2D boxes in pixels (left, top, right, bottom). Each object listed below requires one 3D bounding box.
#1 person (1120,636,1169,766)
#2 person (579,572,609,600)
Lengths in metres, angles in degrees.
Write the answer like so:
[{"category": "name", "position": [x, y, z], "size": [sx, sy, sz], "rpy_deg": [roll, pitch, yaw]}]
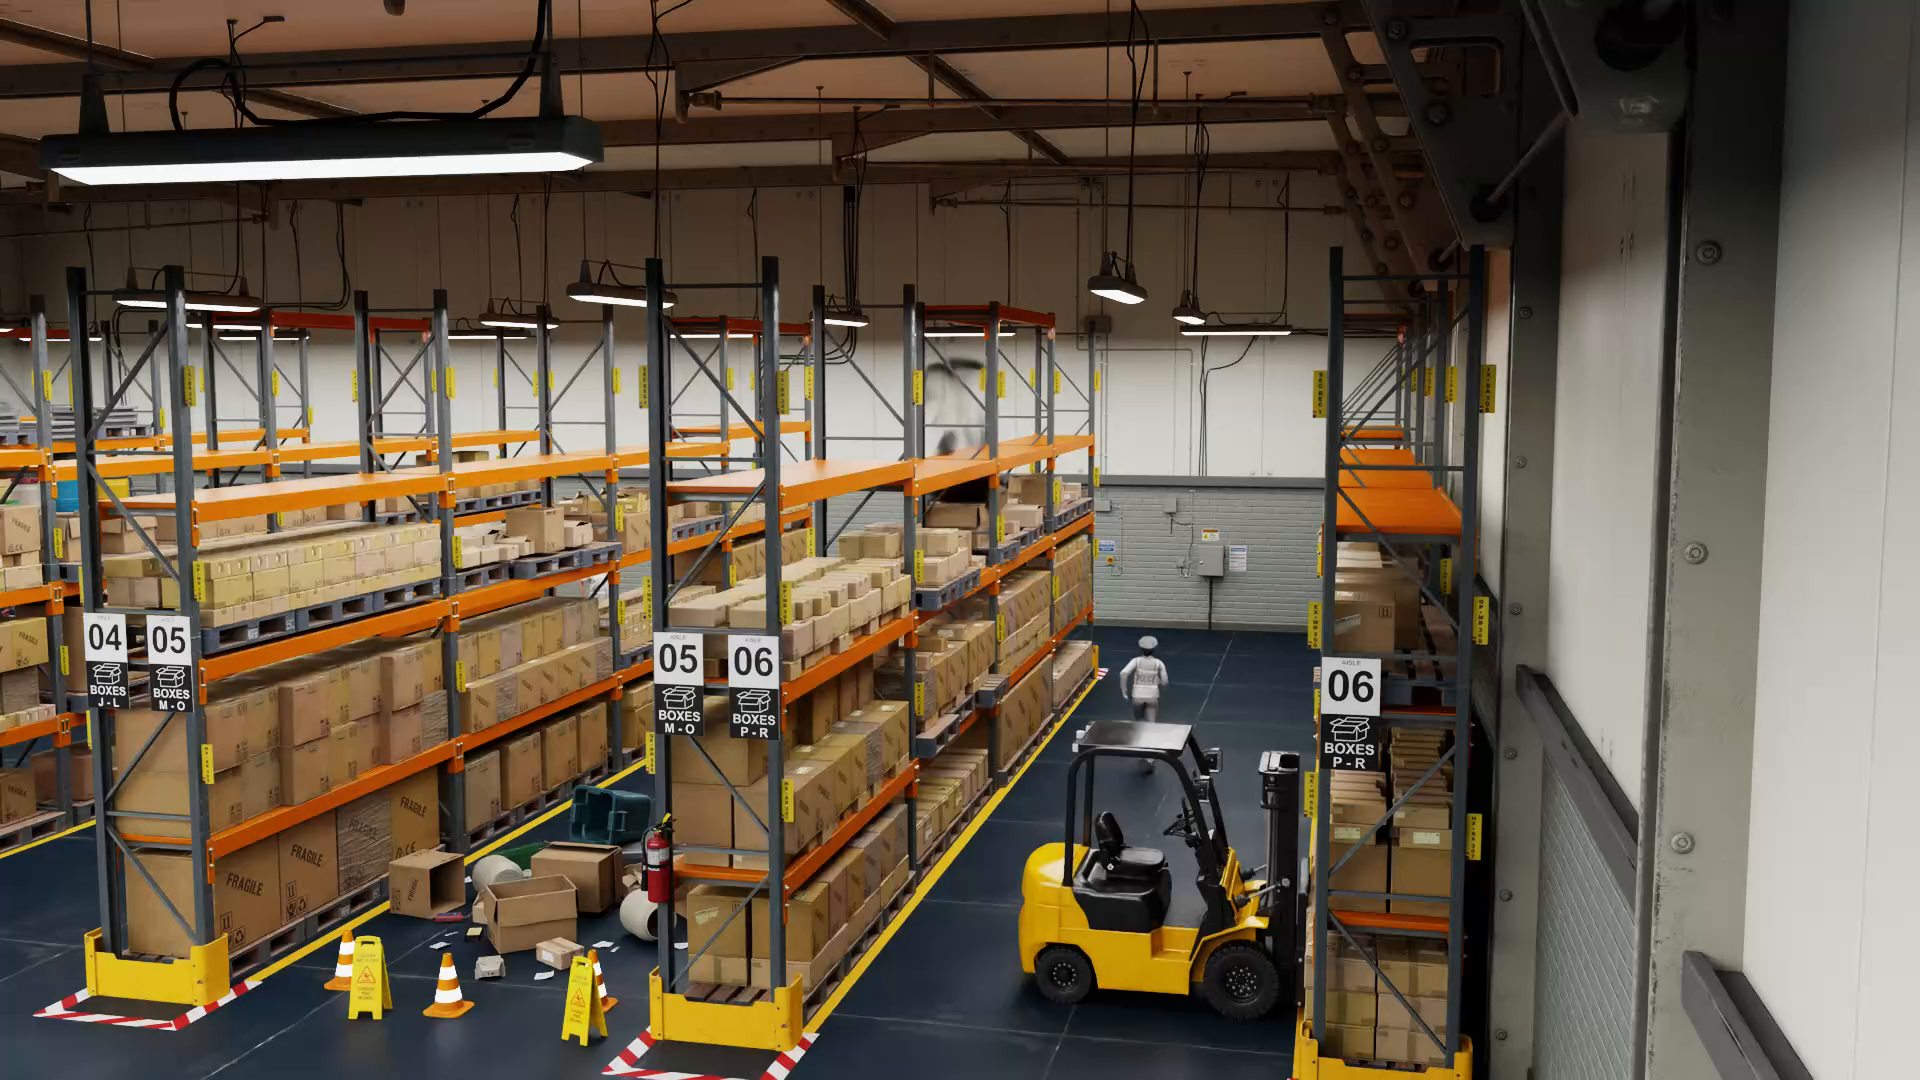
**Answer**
[{"category": "person", "position": [2.413, 2.125, 21.797], "size": [0.620, 1.725, 0.856], "rpy_deg": [1, 6, 11]}, {"category": "person", "position": [-6.726, 1.165, 31.148], "size": [0.697, 1.852, 0.733], "rpy_deg": [-5, 7, -39]}]
